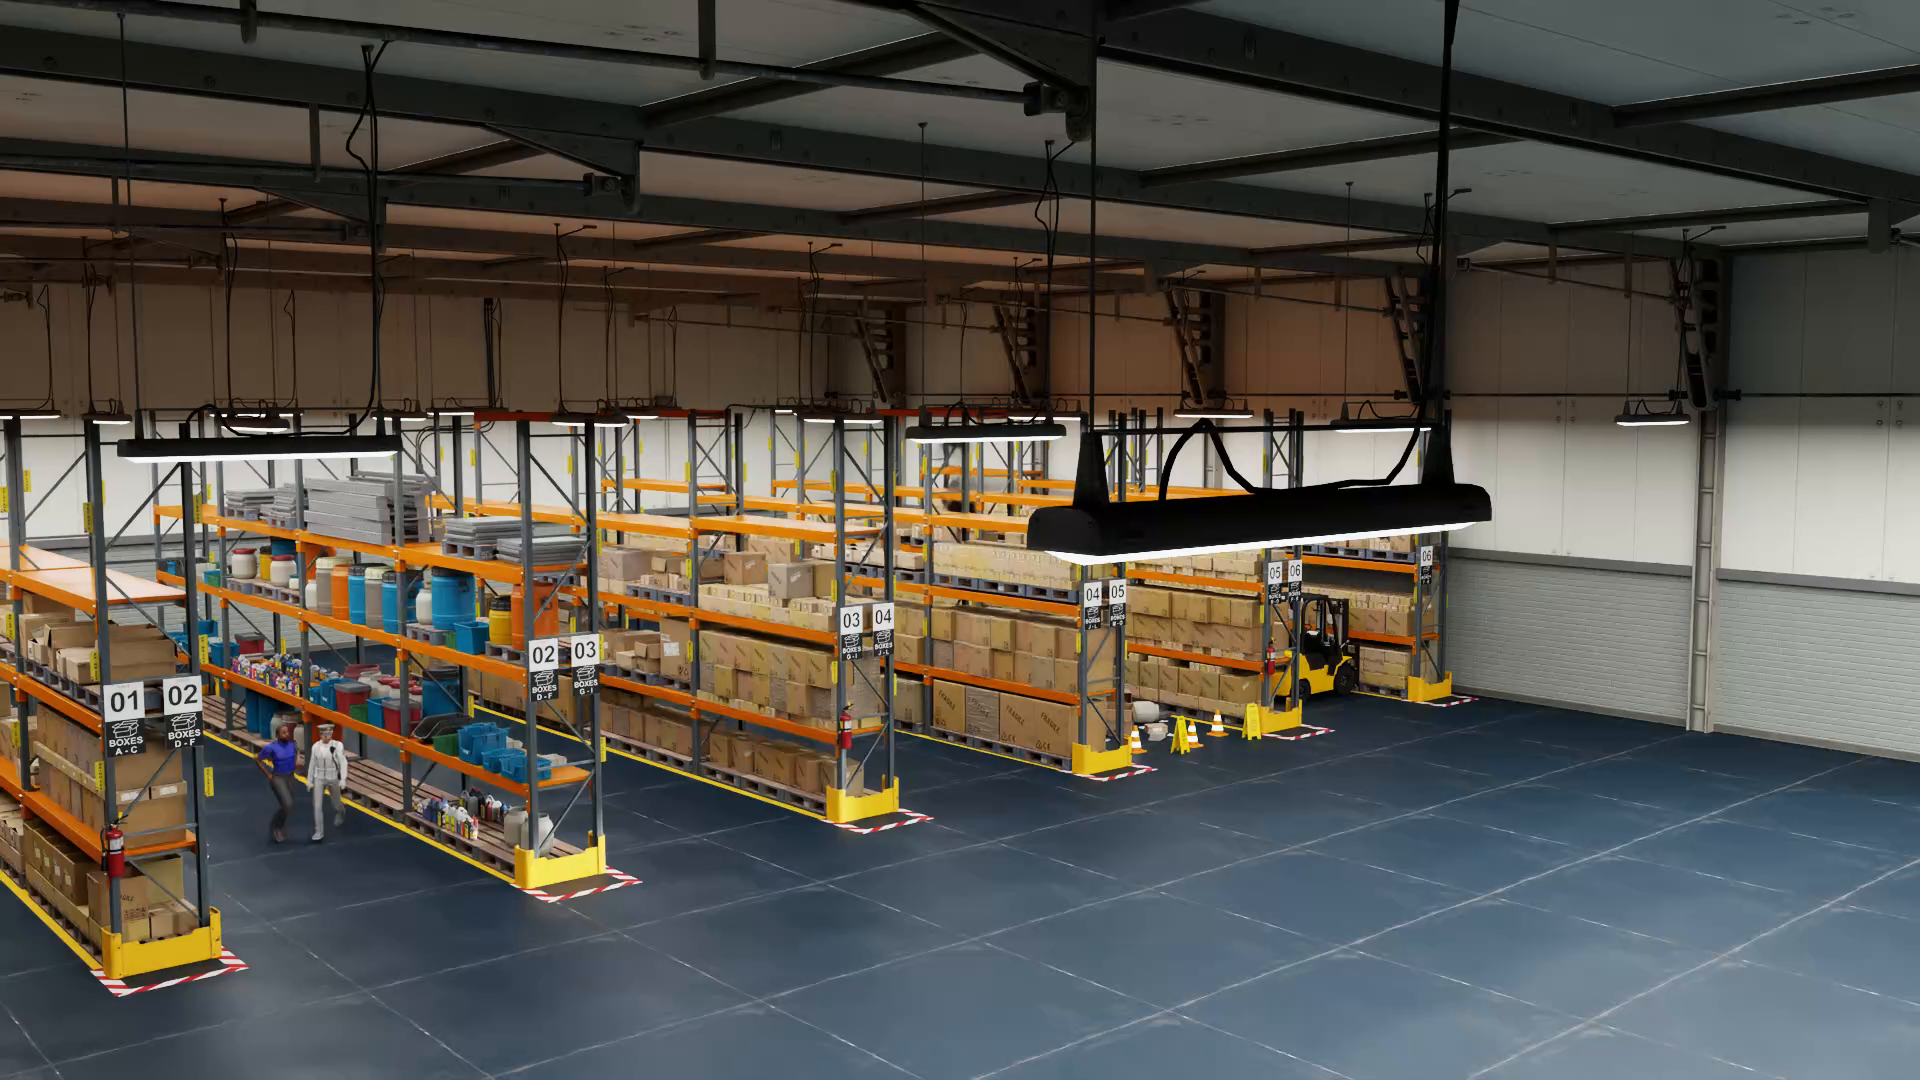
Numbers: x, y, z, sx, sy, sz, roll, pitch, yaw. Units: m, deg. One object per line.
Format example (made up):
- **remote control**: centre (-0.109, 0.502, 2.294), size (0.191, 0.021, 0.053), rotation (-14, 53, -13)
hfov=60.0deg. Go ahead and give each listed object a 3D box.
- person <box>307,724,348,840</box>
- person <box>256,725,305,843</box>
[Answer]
- **person**: centre (-9.054, 3.411, 23.816), size (0.569, 1.614, 0.813), rotation (-1, 5, -9)
- **person**: centre (-9.595, 3.499, 23.584), size (0.689, 1.567, 0.549), rotation (3, 6, 28)
